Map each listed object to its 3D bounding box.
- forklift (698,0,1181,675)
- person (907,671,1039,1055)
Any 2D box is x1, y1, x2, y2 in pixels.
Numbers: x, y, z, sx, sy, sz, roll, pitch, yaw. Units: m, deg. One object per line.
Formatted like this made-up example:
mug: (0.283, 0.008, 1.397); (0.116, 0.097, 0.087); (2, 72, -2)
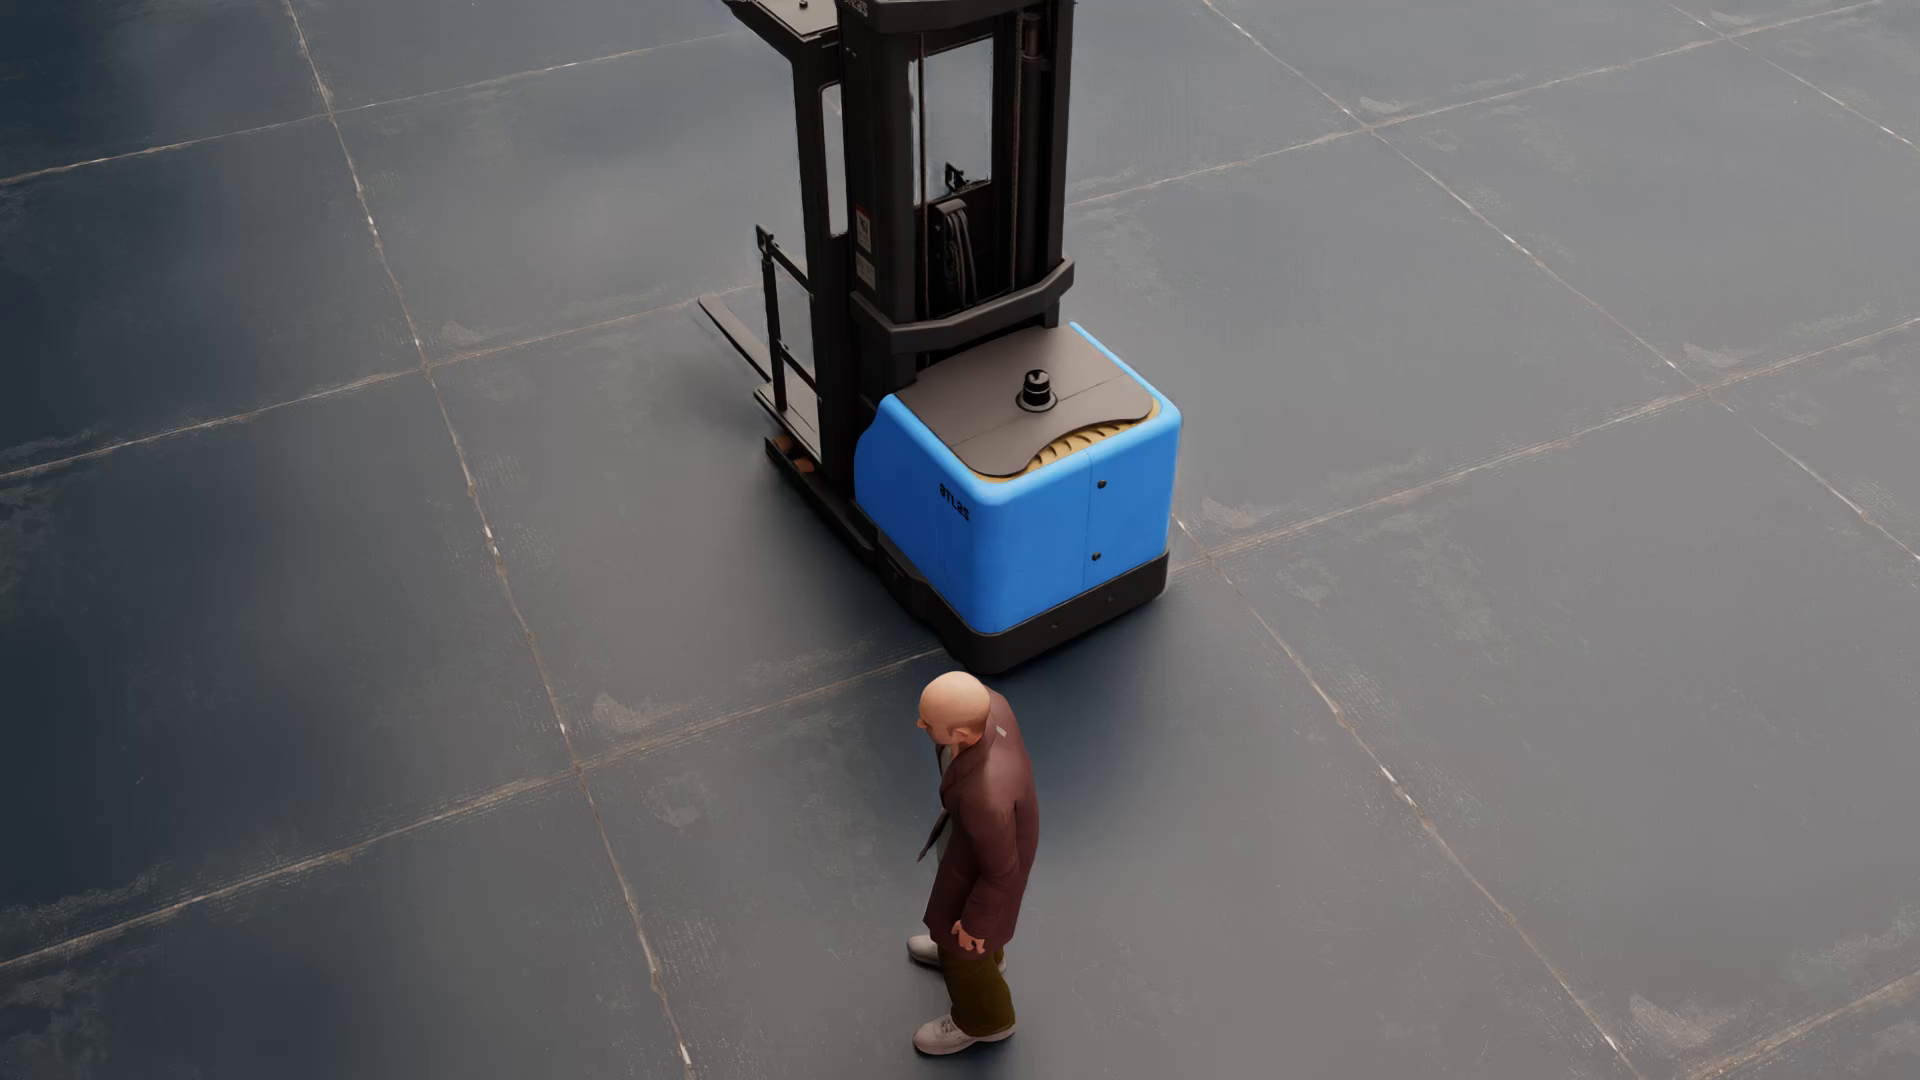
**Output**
forklift: (-0.297, -1.475, 7.260); (1.130, 2.935, 3.031); (-24, 48, -24)
person: (0.033, 1.036, 5.419); (0.431, 1.772, 0.647); (-3, 43, -3)
